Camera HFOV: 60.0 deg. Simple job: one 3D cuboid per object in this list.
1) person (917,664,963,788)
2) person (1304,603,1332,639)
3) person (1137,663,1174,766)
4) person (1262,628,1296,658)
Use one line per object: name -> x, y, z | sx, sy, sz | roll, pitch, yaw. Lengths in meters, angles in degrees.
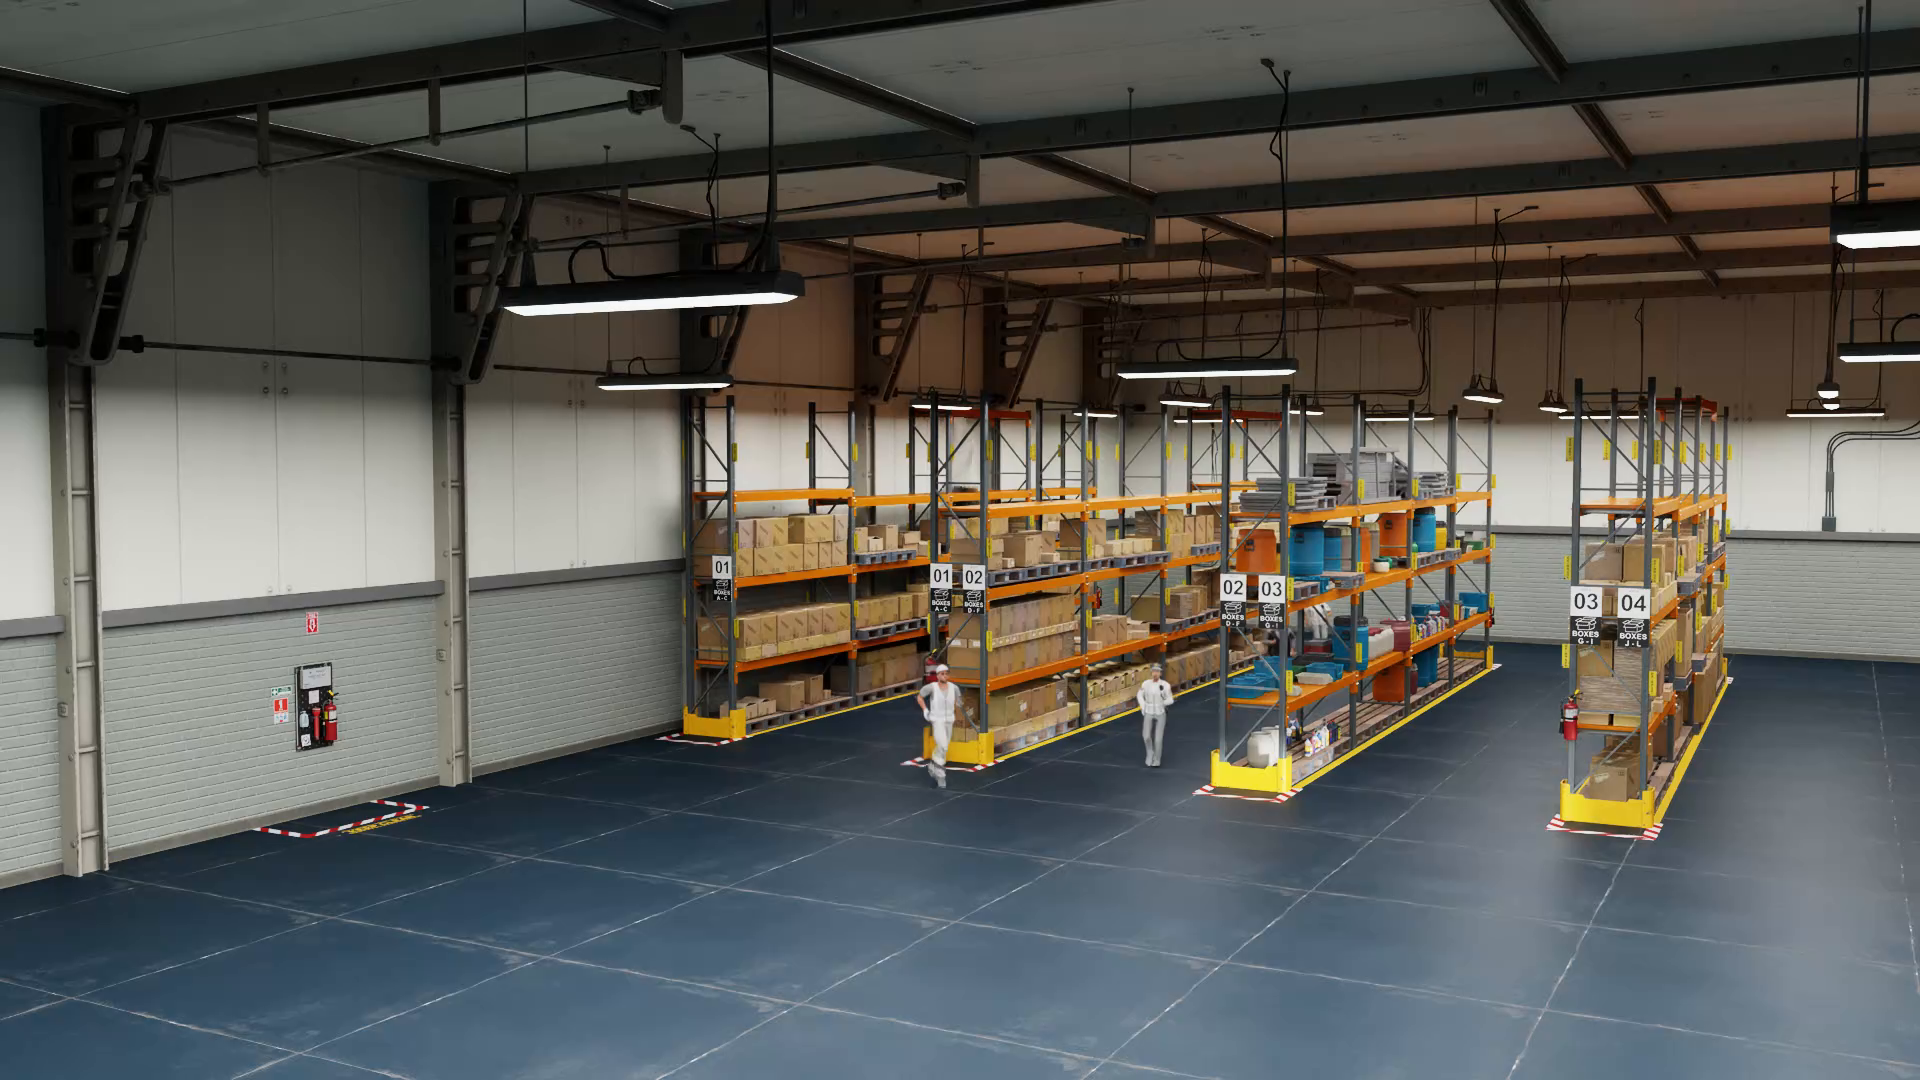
person -> -0.261, 2.793, 25.150 | 0.616, 1.842, 0.798 | -2, 3, -29
person -> 8.737, 2.063, 40.603 | 0.701, 1.609, 0.537 | 0, 3, 3
person -> 3.074, 2.772, 26.347 | 0.605, 1.659, 0.584 | 1, 3, 13
person -> 6.391, 2.381, 33.335 | 0.632, 1.777, 0.799 | 1, 3, 20
